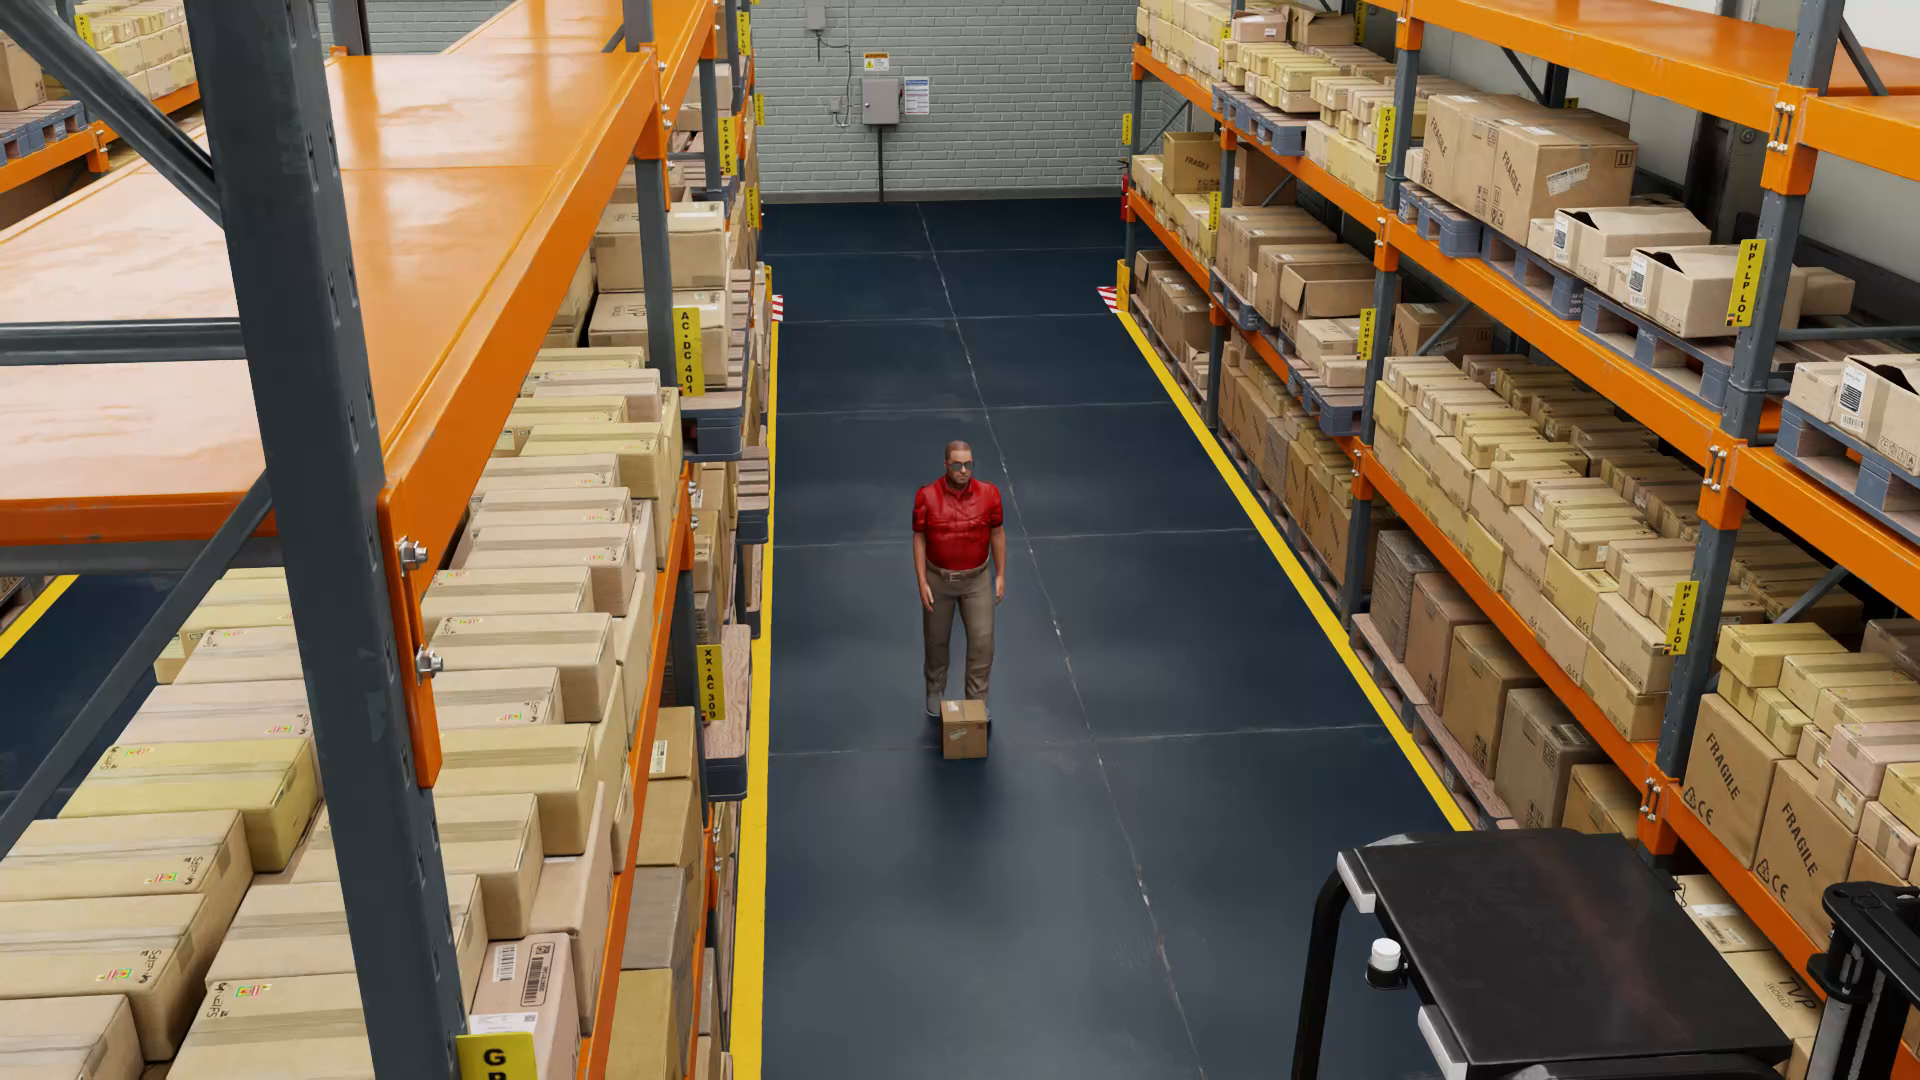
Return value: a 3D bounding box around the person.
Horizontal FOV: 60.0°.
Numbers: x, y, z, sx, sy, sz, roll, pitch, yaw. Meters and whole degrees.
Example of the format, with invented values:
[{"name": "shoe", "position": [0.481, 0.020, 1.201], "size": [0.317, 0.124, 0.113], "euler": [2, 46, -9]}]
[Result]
[{"name": "person", "position": [0.002, 0.263, 9.769], "size": [0.548, 1.729, 0.519], "euler": [-2, 24, -4]}]
